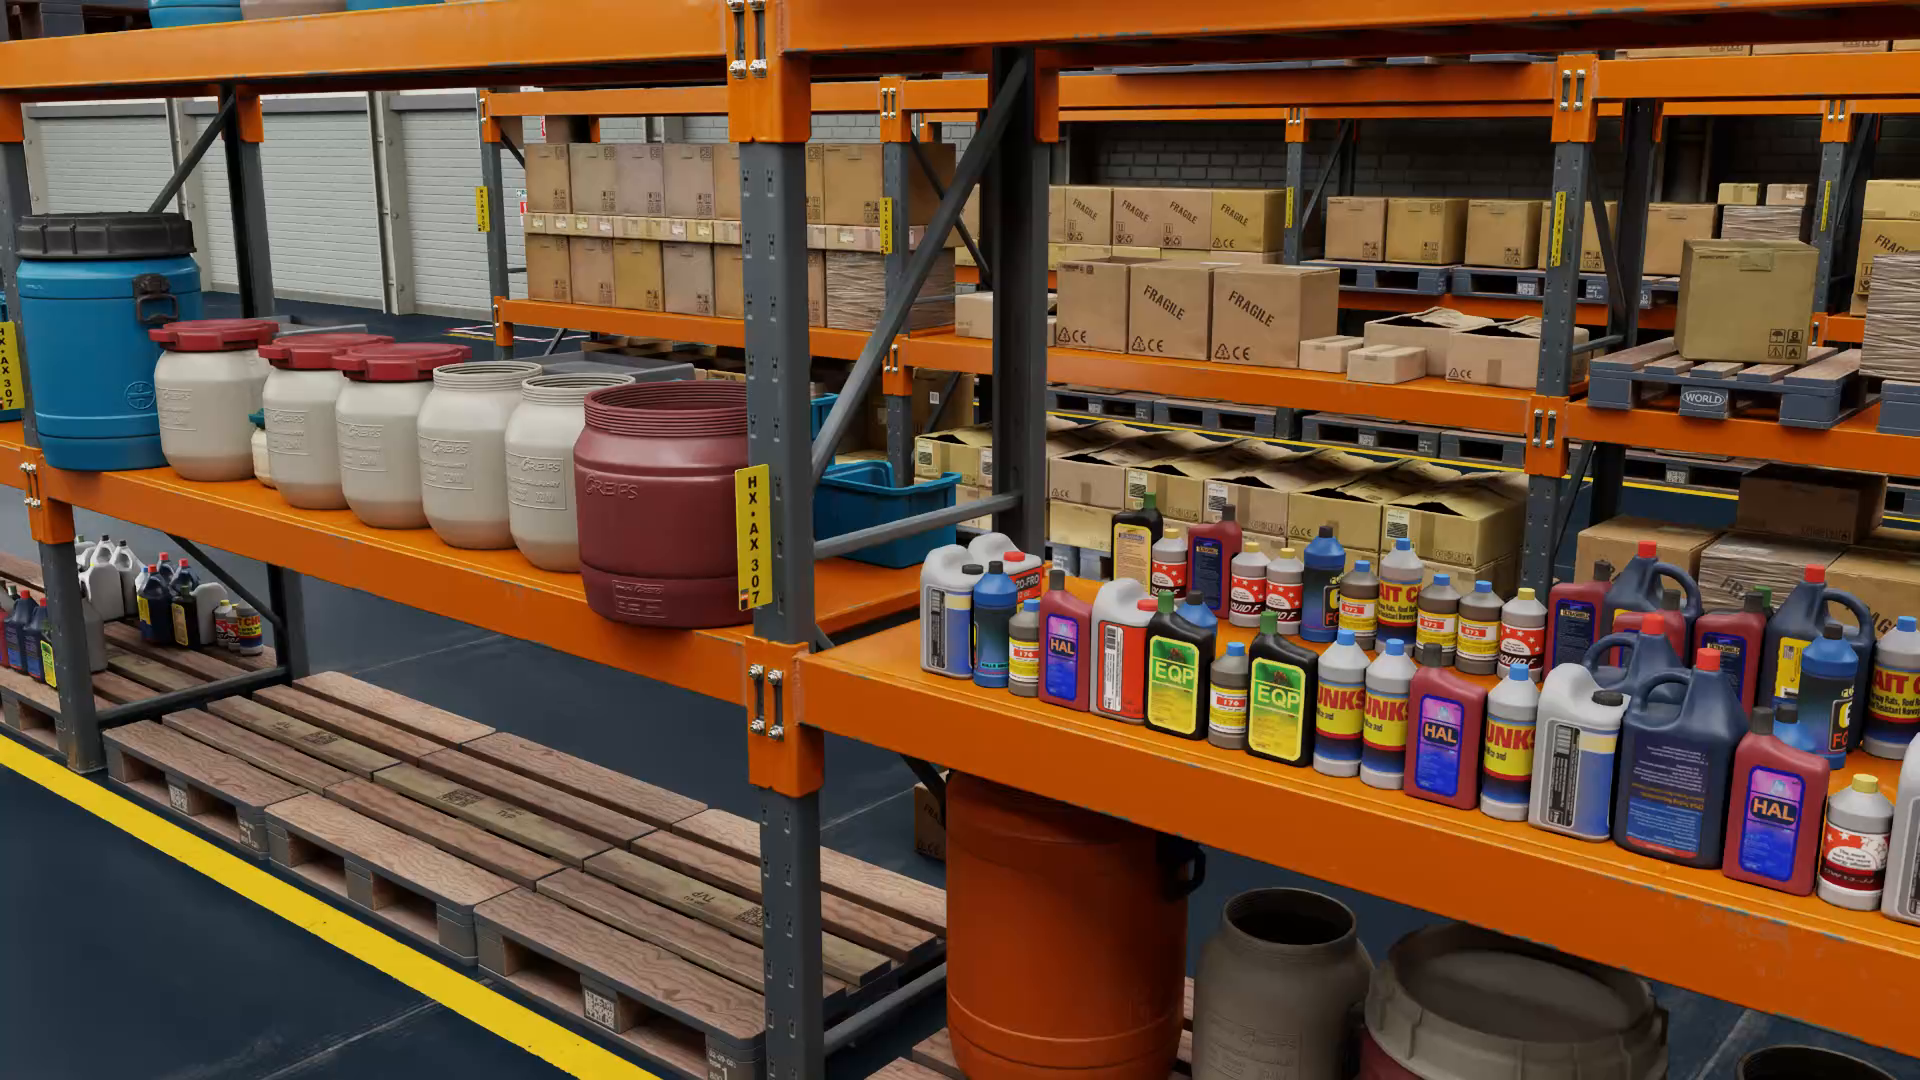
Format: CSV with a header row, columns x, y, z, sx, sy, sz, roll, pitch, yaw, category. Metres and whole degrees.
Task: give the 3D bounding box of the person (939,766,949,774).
x,y,z,sx,sy,sz,roll,pitch,yaw,category
0.220,0.705,6.122,0.451,0.817,0.884,10,17,37,person
